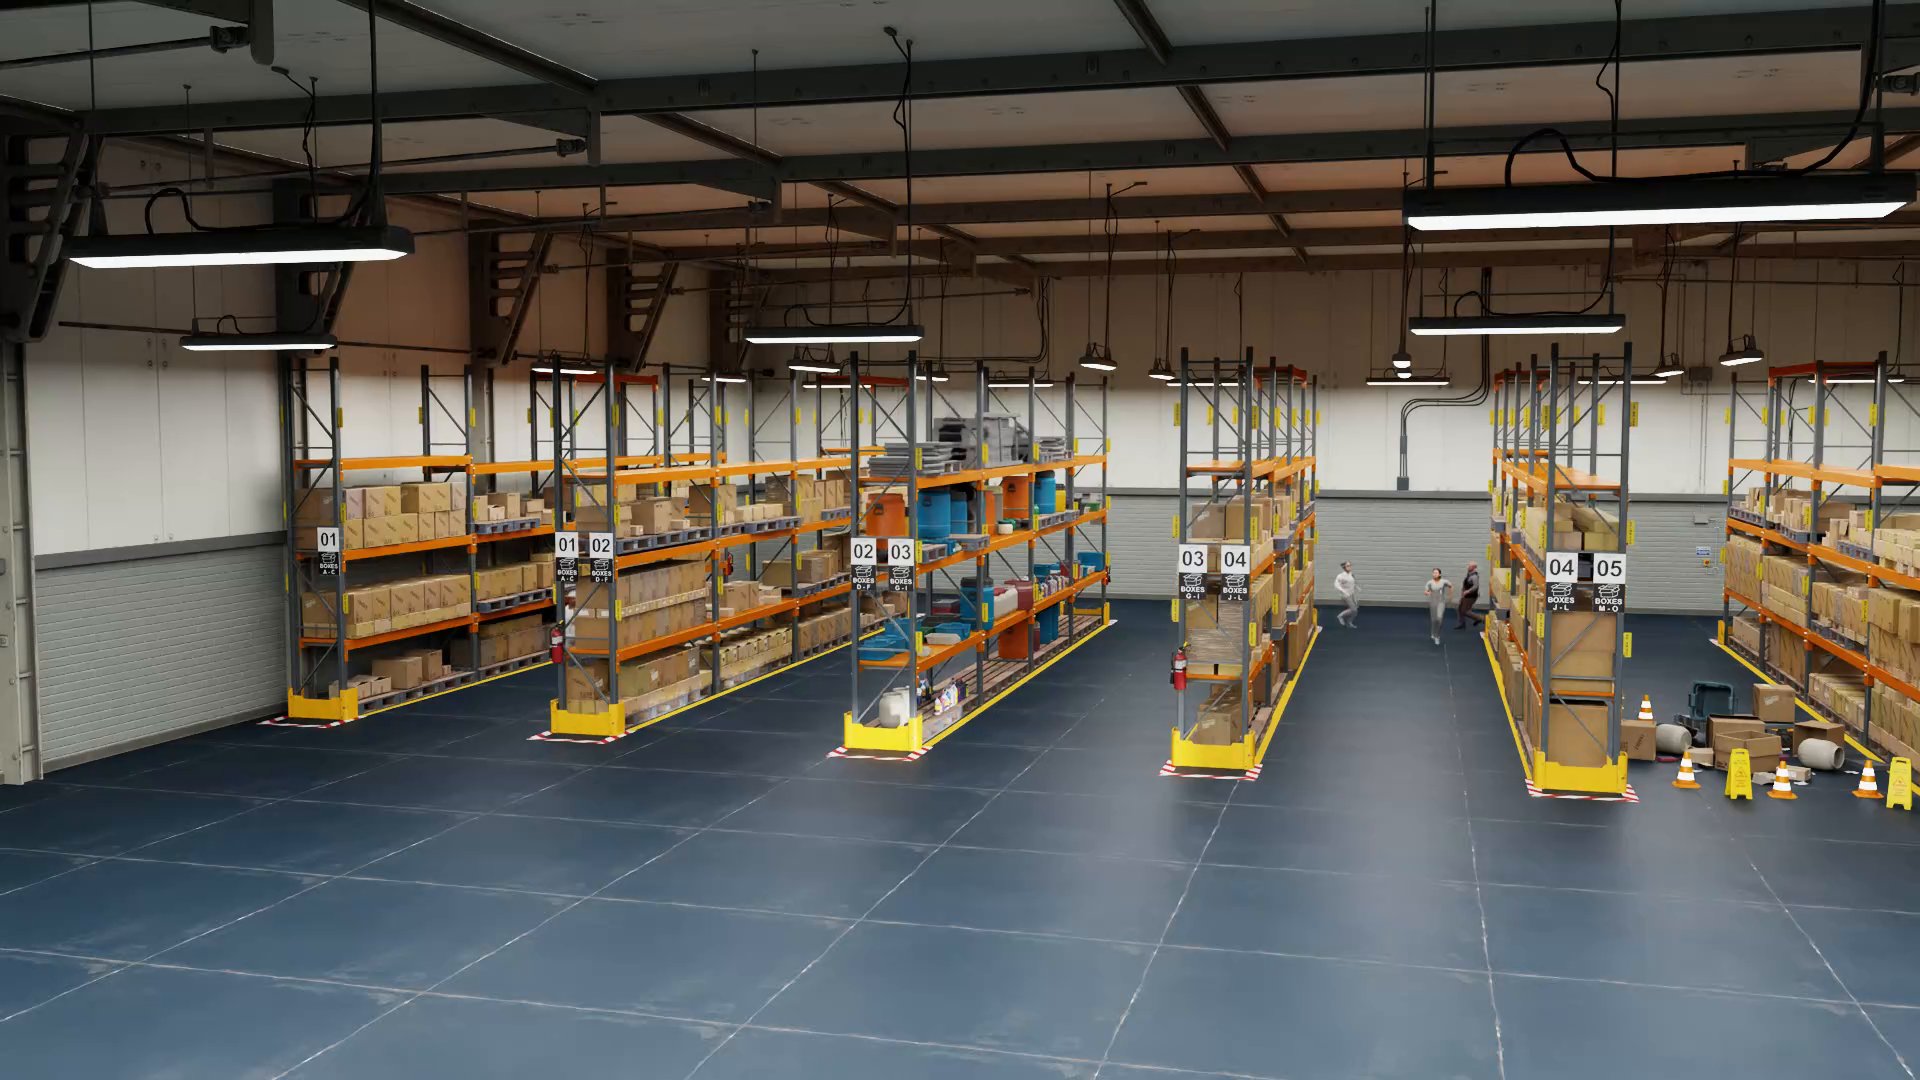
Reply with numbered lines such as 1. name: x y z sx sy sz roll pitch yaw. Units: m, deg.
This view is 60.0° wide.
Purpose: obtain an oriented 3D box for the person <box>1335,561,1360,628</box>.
1. person: 9.233 1.297 39.581 0.522 1.625 0.622 4 6 43

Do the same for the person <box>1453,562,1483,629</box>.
1. person: 12.025 1.323 39.125 0.681 1.650 0.707 0 4 3

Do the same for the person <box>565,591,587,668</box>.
1. person: -7.172 1.827 30.842 0.692 1.781 0.922 0 4 6

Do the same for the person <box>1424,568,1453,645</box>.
1. person: 10.621 1.511 36.925 0.576 1.594 0.870 2 5 26
